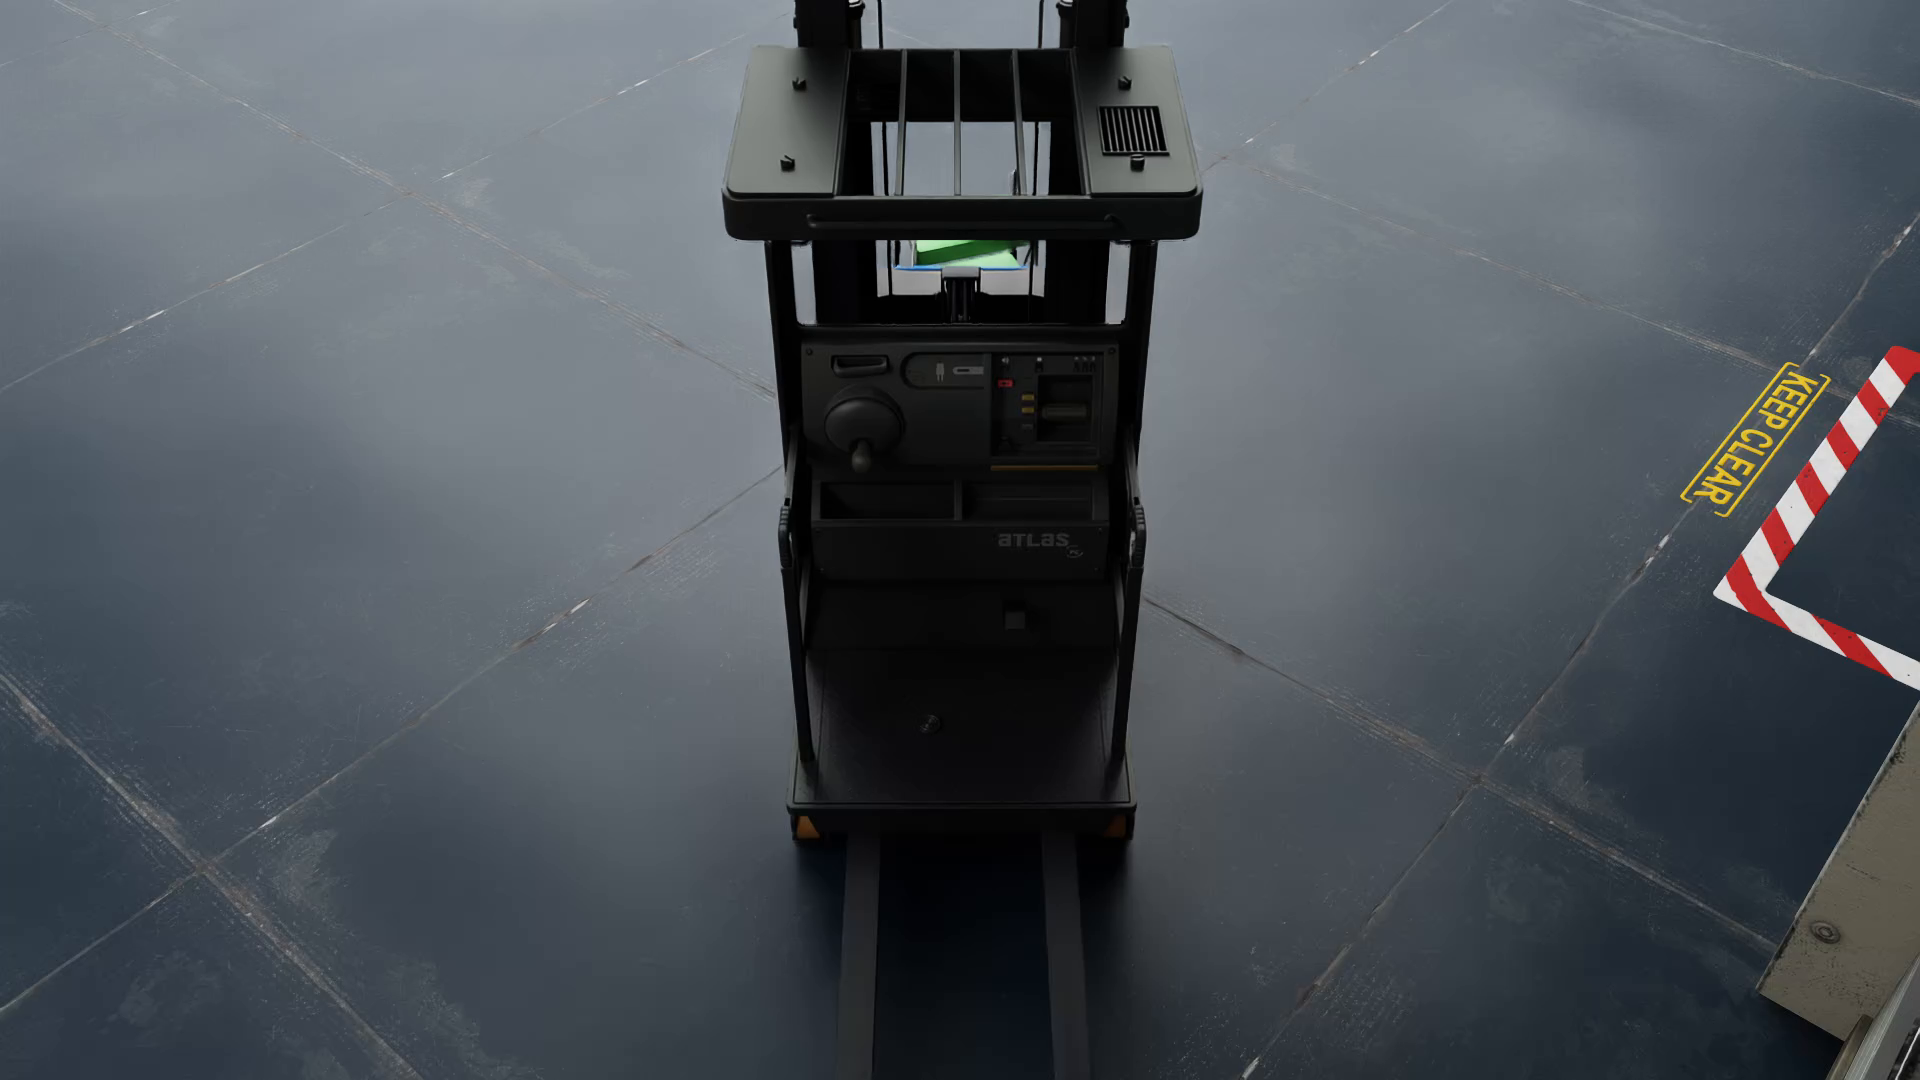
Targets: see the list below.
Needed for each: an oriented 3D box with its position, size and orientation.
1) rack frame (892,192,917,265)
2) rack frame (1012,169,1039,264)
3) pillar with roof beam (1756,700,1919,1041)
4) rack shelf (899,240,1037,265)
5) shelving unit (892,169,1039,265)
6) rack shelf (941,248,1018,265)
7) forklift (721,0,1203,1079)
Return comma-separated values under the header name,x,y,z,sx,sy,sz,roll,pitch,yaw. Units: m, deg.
name,x,y,z,sx,sy,sz,roll,pitch,yaw
rack frame,-0.207,-0.784,6.551,0.015,1.200,0.240,-14,44,-15
rack frame,0.252,-0.896,6.675,0.015,1.200,0.240,-14,44,-15
pillar with roof beam,-0.626,-3.857,4.133,9.100,9.000,0.400,29,50,28
rack shelf,0.023,-1.148,6.333,0.480,0.148,0.258,-14,44,-15
shelving unit,0.023,-0.840,6.613,0.503,1.200,0.258,-14,44,-15
rack shelf,0.023,-0.971,6.494,0.480,0.148,0.258,-14,44,-15
forklift,0.004,-0.313,4.746,1.130,2.935,3.031,0,42,0
